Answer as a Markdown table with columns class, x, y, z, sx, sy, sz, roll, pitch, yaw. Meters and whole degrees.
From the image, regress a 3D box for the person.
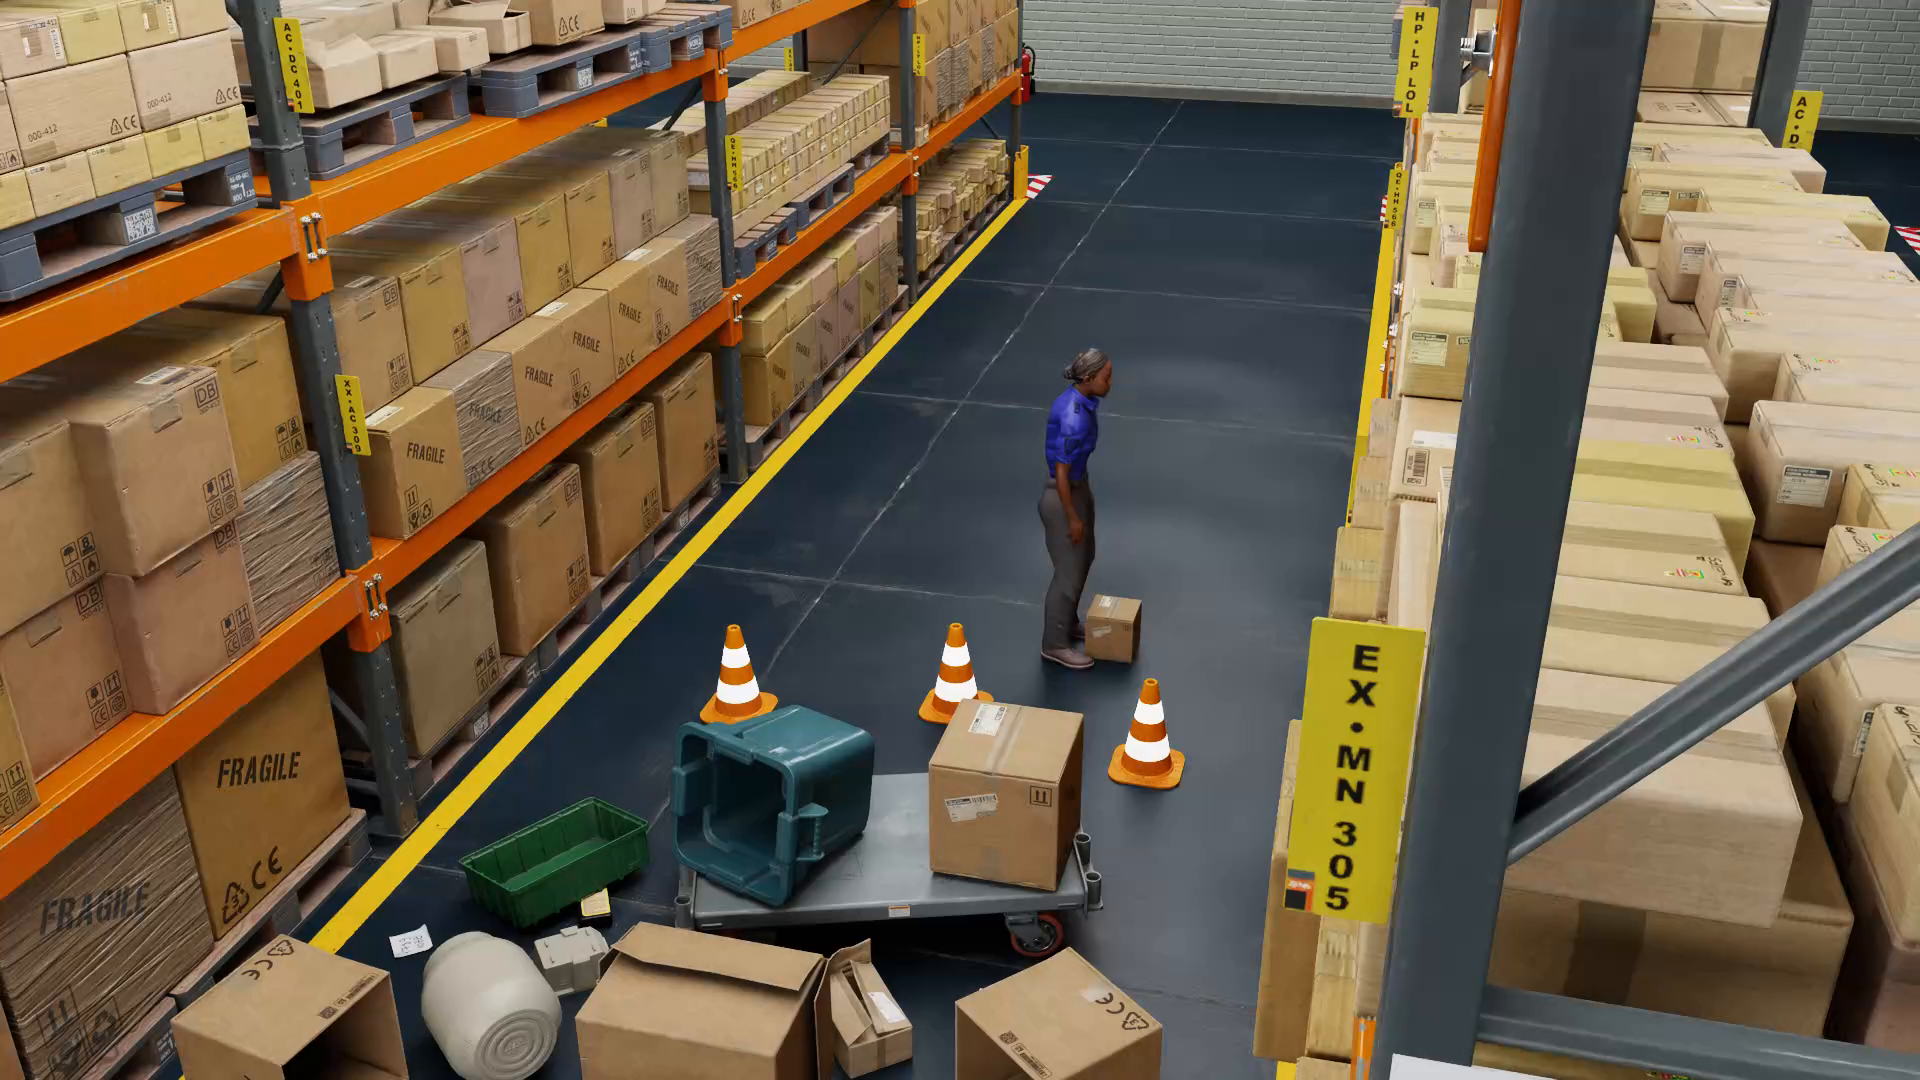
| class | x | y | z | sx | sy | sz | roll | pitch | yaw |
| --- | --- | --- | --- | --- | --- | --- | --- | --- | --- |
| person | 0.584 | -0.187 | 8.508 | 0.349 | 1.655 | 0.526 | 5 | 26 | 11 |
